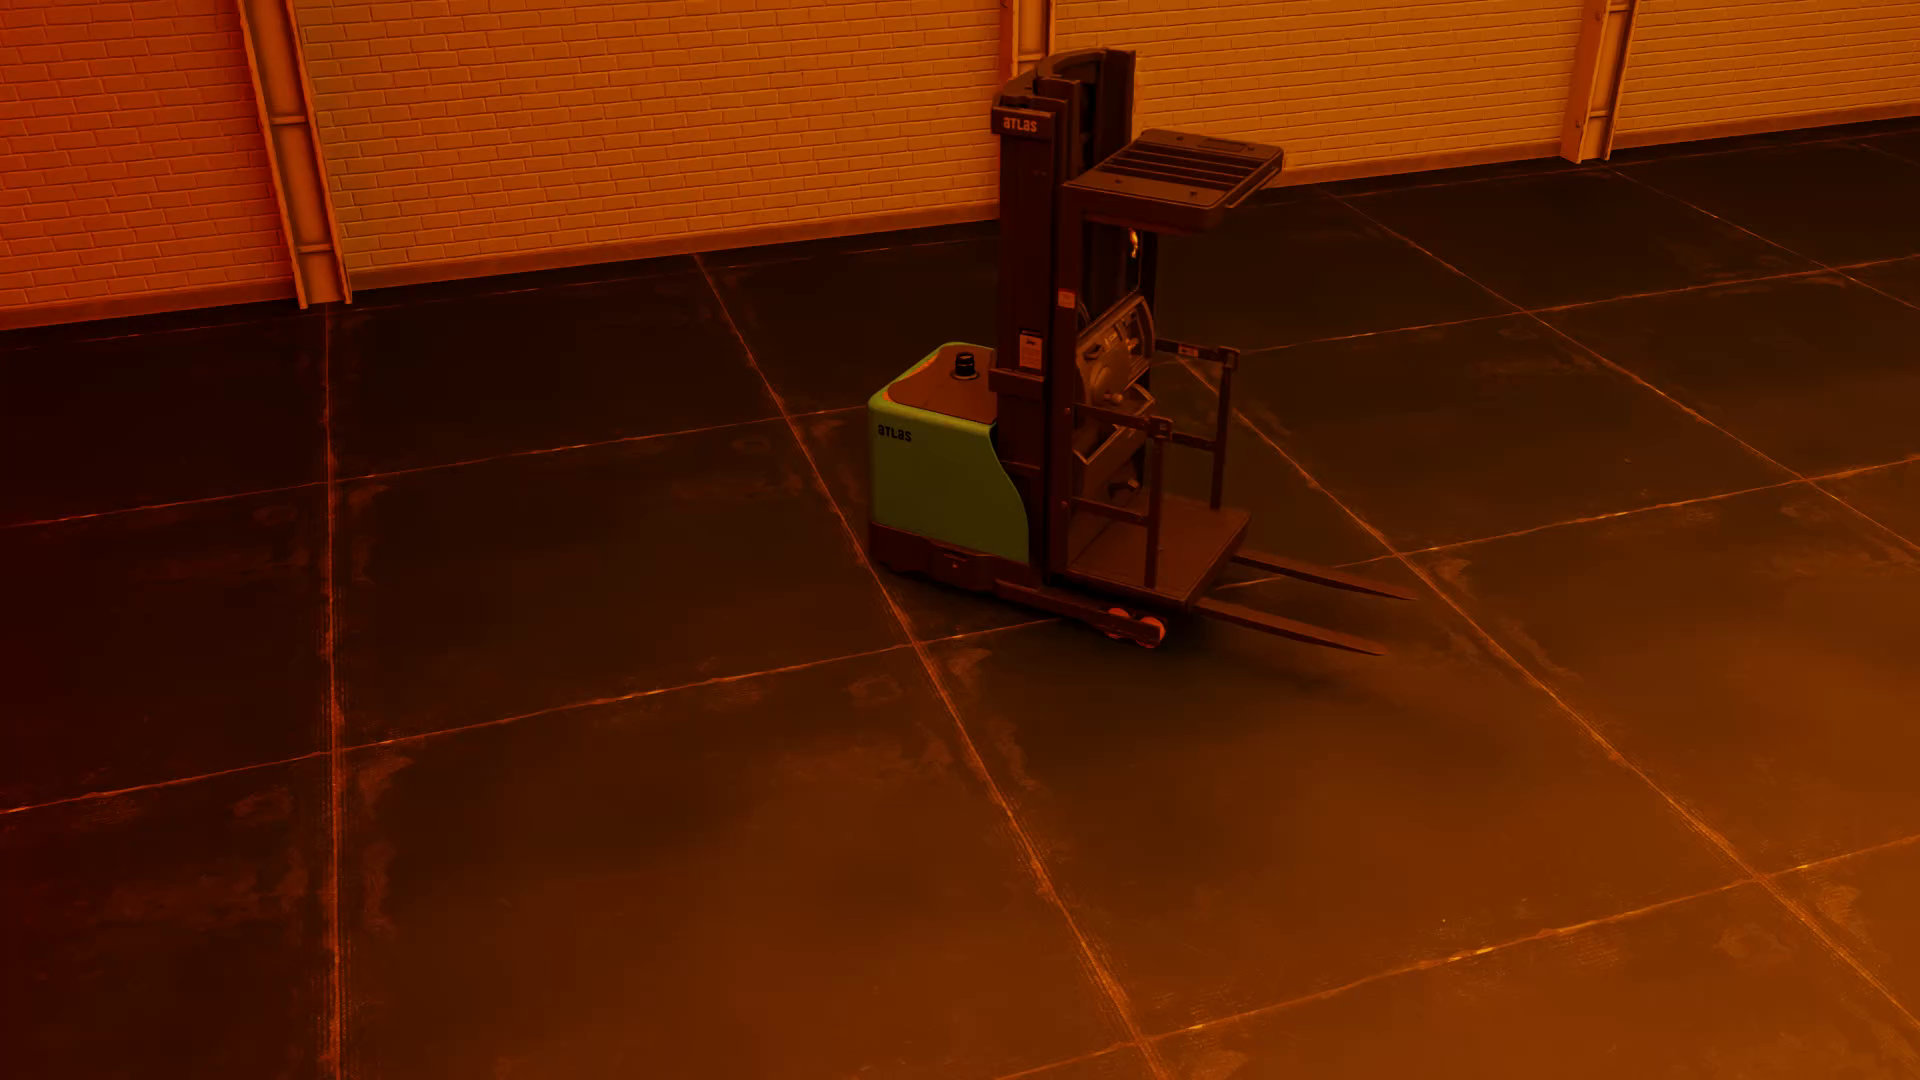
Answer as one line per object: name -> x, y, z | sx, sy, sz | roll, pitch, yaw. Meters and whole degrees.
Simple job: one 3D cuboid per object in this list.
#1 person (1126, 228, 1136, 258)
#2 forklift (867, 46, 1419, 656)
person -> 0.820, -2.128, 11.996 | 0.944, 1.797, 0.478 | 3, 30, 5
forklift -> 1.012, -0.988, 8.805 | 3.031, 2.935, 1.130 | 15, 33, 24
